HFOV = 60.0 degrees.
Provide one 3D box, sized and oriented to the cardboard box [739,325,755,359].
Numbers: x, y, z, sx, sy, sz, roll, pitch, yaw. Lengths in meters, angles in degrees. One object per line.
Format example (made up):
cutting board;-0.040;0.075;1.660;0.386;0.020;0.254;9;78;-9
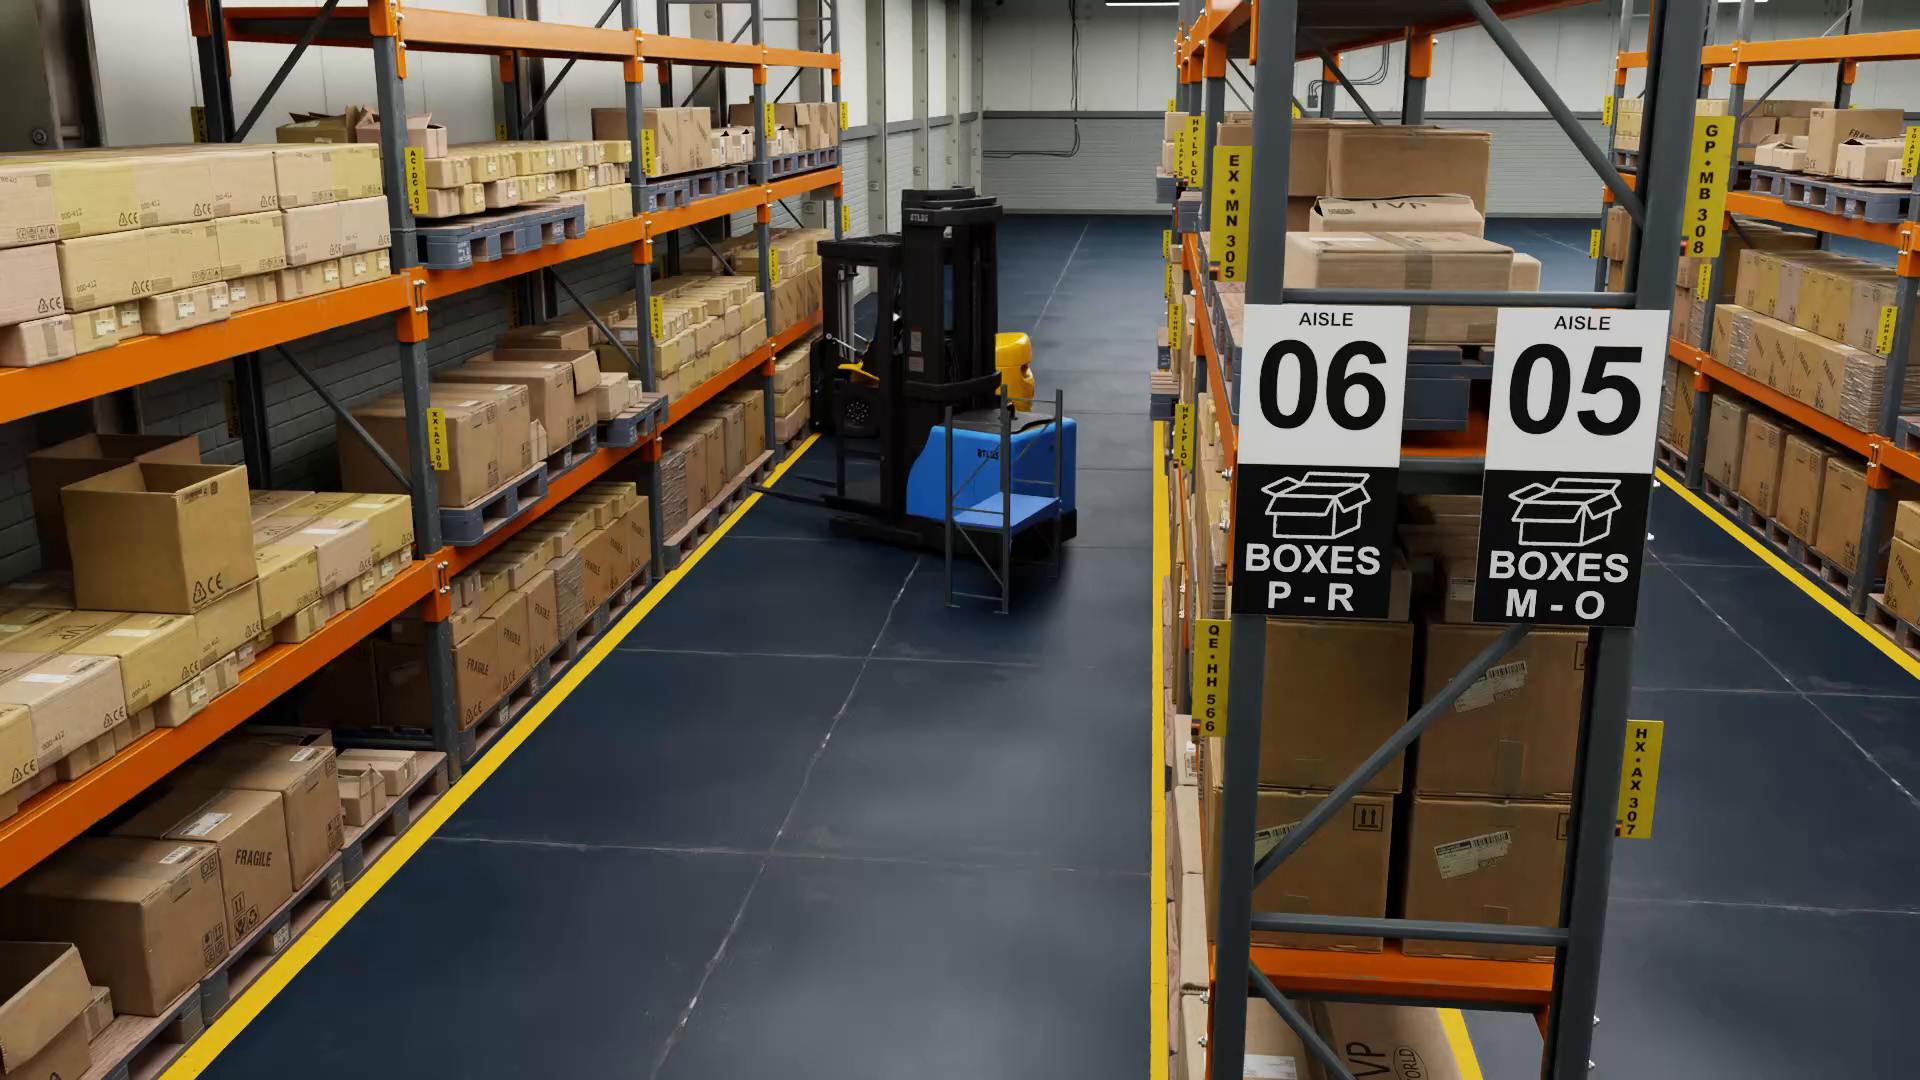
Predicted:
cardboard box;-2.223;-1.857;15.570;0.500;0.250;0.500;2;15;6

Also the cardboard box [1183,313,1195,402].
cardboard box;1.687;-1.163;10.610;0.500;0.500;0.500;2;15;8

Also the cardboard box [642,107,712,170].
cardboard box;-2.388;-3.353;13.881;0.500;0.500;0.500;2;15;8

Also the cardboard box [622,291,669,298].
cardboard box;-2.824;-2.146;14.917;0.380;0.149;0.250;2;15;6

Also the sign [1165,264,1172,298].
sign;2.017;-2.485;15.947;0.100;0.325;0.005;2;15;6

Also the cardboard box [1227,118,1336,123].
cardboard box;2.213;-2.614;11.333;0.797;0.503;0.637;1;15;3

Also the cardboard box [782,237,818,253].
cardboard box;-1.799;-3.308;18.644;0.380;0.149;0.250;2;15;7

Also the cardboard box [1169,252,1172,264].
cardboard box;2.568;-2.901;18.383;0.500;0.500;0.500;1;15;5

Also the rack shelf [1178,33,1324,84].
rack shelf;2.331;-3.890;13.453;1.077;0.370;4.000;2;15;6

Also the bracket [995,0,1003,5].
bracket;1.154;-16.208;49.967;0.235;0.232;0.430;2;15;6

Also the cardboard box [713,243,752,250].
cardboard box;-2.463;-3.126;17.973;0.380;0.149;0.250;2;15;6

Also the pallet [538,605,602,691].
pallet;-3.089;0.693;11.194;1.003;0.211;1.213;2;15;6

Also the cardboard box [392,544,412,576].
cardboard box;-3.063;0.088;8.571;0.380;0.149;0.250;2;15;7

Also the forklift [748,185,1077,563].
forklift;-0.509;-1.512;14.139;3.031;2.935;1.130;11;19;35

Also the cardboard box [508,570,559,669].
cardboard box;-2.889;0.494;10.573;0.500;0.500;0.500;1;15;5

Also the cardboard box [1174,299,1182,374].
cardboard box;1.881;-1.536;12.531;0.500;0.500;0.500;1;15;5

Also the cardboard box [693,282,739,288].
cardboard box;-2.284;-2.335;15.617;0.380;0.149;0.250;2;15;6

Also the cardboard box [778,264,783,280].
cardboard box;-2.049;-2.770;17.226;0.380;0.149;0.250;2;15;6

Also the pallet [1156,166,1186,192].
pallet;2.382;-3.253;15.060;1.213;0.211;1.003;2;15;6

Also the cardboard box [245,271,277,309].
cardboard box;-3.186;-1.083;7.157;0.380;0.149;0.250;2;15;8

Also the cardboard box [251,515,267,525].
cardboard box;-3.652;0.056;7.925;0.500;0.250;0.500;2;15;6

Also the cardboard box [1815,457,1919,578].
cardboard box;7.194;-0.168;12.542;1.050;0.750;0.750;1;15;5

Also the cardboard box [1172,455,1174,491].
cardboard box;2.423;-0.665;15.103;0.950;0.372;0.625;3;15;10

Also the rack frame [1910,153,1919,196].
rack frame;7.036;-3.792;10.946;1.000;3.000;0.127;2;15;6

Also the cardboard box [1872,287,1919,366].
cardboard box;7.096;-1.543;12.015;0.700;0.500;0.500;2;15;6

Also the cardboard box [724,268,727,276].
cardboard box;-2.601;-2.717;17.028;0.380;0.149;0.250;1;15;5

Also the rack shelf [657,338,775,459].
rack shelf;-2.601;-1.332;14.721;1.077;0.370;4.000;2;15;6

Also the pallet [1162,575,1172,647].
pallet;1.942;0.533;11.787;1.003;0.211;1.213;2;15;6

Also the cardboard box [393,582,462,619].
cardboard box;-3.033;0.337;9.341;0.380;0.149;0.250;1;15;5

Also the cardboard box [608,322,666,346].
cardboard box;-2.498;-1.596;12.884;0.380;0.149;0.250;2;15;8

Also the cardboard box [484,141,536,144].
cardboard box;-3.201;-2.720;11.682;0.380;0.149;0.250;2;15;7

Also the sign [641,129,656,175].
sign;-2.288;-2.842;12.188;0.100;0.325;0.005;2;15;6

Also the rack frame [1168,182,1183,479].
rack frame;2.557;-2.053;16.008;1.000;3.000;0.127;2;15;6

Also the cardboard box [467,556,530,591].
cardboard box;-2.918;0.206;10.395;0.380;0.149;0.250;2;15;6

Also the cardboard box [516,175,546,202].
cardboard box;-2.699;-2.097;9.911;0.380;0.149;0.250;2;15;8

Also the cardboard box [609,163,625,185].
cardboard box;-2.627;-2.630;11.918;0.380;0.149;0.250;2;15;7

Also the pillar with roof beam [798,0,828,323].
pillar with roof beam;2.057;-7.407;24.315;9.100;9.000;0.400;2;15;6

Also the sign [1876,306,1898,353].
sign;6.484;-1.470;11.635;0.100;0.325;0.005;2;15;6

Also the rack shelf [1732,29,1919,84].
rack shelf;7.261;-3.770;13.010;1.077;0.370;4.000;2;15;6

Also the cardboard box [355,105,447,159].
cardboard box;-2.897;-2.113;8.603;0.396;0.266;0.258;2;15;6

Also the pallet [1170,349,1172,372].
pallet;2.288;-1.438;14.100;1.003;0.211;1.213;2;15;6

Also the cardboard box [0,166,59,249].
cardboard box;-3.354;-1.086;5.443;0.500;0.250;0.500;2;15;6

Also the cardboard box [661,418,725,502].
cardboard box;-2.601;-0.723;14.834;0.875;0.625;0.625;1;15;4

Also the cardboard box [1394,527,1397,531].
cardboard box;1.642;0.144;5.775;0.500;0.500;0.500;2;15;6

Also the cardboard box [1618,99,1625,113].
cardboard box;7.584;-4.856;18.586;0.380;0.149;0.250;2;15;7

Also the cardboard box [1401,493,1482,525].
cardboard box;1.632;-0.072;5.331;0.380;0.149;0.250;1;15;4

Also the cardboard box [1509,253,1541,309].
cardboard box;1.554;-0.794;5.090;0.380;0.149;0.250;2;15;8

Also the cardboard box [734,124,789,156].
cardboard box;-2.039;-4.063;16.869;0.500;0.311;0.500;2;15;7

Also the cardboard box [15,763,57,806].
cardboard box;-3.442;0.822;5.858;0.380;0.149;0.250;1;15;6

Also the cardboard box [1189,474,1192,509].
cardboard box;1.463;-0.269;8.738;0.500;0.250;0.500;2;15;6

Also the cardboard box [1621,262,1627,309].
cardboard box;7.901;-2.802;18.492;0.875;0.550;0.550;2;15;6

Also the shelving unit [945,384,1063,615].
shelving unit;0.338;-0.329;12.507;0.538;1.500;1.048;7;17;24

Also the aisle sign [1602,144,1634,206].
aisle sign;7.648;-4.253;19.164;0.394;0.787;0.004;2;15;6

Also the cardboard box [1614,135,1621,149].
cardboard box;7.581;-4.469;18.682;0.380;0.149;0.250;2;15;7

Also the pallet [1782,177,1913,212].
pallet;7.179;-2.712;13.059;1.003;0.211;1.213;2;15;9

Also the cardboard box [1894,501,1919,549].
cardboard box;6.717;-0.082;11.268;0.500;0.250;0.500;1;15;4
